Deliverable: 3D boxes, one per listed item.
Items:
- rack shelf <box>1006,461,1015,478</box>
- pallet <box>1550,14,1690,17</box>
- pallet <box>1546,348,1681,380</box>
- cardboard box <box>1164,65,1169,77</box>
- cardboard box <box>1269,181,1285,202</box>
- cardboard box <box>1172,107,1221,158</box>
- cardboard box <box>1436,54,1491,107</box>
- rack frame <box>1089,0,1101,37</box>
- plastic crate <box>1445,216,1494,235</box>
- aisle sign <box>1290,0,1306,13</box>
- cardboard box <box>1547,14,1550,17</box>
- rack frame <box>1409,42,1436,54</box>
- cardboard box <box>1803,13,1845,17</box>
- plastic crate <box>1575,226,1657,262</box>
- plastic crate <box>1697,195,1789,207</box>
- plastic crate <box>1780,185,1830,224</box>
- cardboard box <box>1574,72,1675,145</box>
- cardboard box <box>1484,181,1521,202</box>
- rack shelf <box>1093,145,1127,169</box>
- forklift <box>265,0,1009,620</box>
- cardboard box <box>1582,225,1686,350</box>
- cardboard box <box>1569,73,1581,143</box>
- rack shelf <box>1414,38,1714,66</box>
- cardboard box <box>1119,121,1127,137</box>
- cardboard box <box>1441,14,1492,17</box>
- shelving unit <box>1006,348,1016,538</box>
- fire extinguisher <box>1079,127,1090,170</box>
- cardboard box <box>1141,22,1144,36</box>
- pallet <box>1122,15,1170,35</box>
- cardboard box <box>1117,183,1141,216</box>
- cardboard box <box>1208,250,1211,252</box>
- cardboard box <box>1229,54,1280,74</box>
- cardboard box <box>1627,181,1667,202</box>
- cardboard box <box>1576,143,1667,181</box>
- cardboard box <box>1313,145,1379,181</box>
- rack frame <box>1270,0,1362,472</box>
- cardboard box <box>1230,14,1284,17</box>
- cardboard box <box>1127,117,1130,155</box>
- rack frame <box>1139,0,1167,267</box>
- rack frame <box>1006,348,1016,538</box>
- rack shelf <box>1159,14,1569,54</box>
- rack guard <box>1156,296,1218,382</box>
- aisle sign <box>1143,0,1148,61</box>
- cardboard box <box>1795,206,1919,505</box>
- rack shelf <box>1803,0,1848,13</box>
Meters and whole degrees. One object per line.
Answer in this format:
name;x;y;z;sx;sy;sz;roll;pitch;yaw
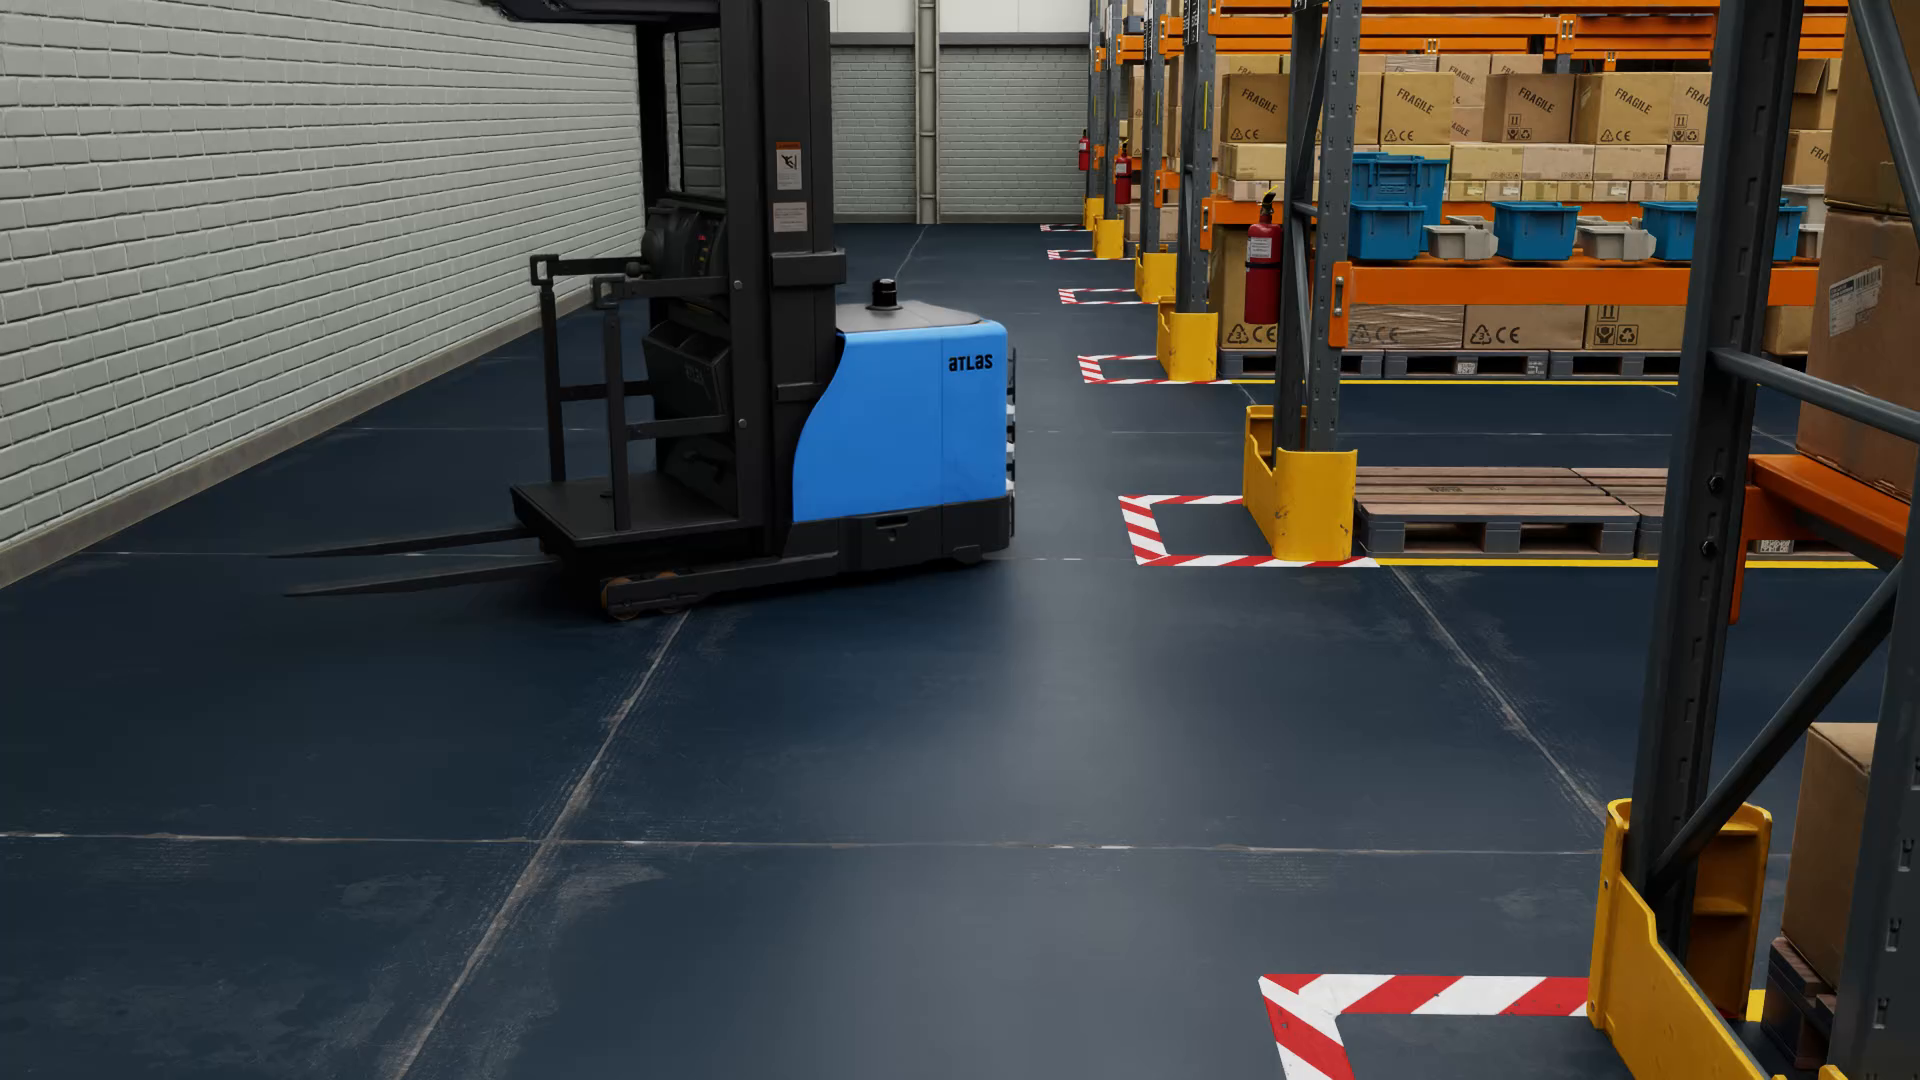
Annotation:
rack shelf;0.111;-0.343;7.859;0.200;0.077;0.258;-8;17;-27
pallet;6.601;-5.335;16.670;1.003;0.211;1.213;0;15;1
pallet;5.000;-1.419;12.805;1.213;0.211;1.003;0;15;1
cardboard box;2.624;-6.085;21.595;0.250;0.149;0.380;1;15;3
cardboard box;2.363;-2.559;12.153;0.250;0.149;0.380;0;15;1
cardboard box;2.429;-4.152;16.916;0.500;0.500;0.500;1;15;4
cardboard box;4.992;-4.618;16.726;0.500;0.500;0.500;0;15;0
rack frame;2.136;-9.462;26.065;0.127;3.000;1.000;0;15;1
plastic crate;2.453;-1.448;7.847;0.243;0.136;0.396;0;15;1
aisle sign;1.569;-2.838;7.619;0.004;0.787;0.394;0;15;1
cardboard box;9.255;-8.168;25.969;0.250;0.149;0.380;0;15;0
rack frame;6.012;-5.270;21.934;0.127;3.000;1.000;0;15;1
cardboard box;8.408;-5.422;16.437;0.500;0.500;0.500;0;15;1
plastic crate;2.868;-1.294;7.263;0.298;0.136;0.250;0;15;1
plastic crate;3.693;-1.505;7.877;0.300;0.233;0.416;0;15;1
plastic crate;4.110;-1.508;7.790;0.530;0.282;0.437;0;15;1
cardboard box;4.791;-3.115;12.009;0.500;0.500;0.500;1;15;2
cardboard box;3.906;-2.550;12.116;0.250;0.149;0.380;1;15;2
rack shelf;4.135;-6.201;26.873;4.000;0.370;1.077;0;15;1
forklift;-1.328;-1.251;6.836;3.031;2.935;1.130;-8;17;-27
cardboard box;5.101;-1.943;12.666;0.875;0.875;0.875;0;15;1
cardboard box;4.794;-3.250;12.519;0.500;0.500;0.500;0;15;1
rack shelf;8.011;-6.359;21.593;4.000;0.370;1.077;0;15;1
cardboard box;2.583;-6.561;26.540;0.500;0.250;0.500;0;15;2
cardboard box;4.990;-5.325;16.558;0.500;0.250;0.500;0;15;1
shelving unit;0.111;-0.462;7.828;0.210;0.900;0.258;-8;17;-27
fire extinguisher;1.977;-6.227;26.445;0.183;0.674;0.296;0;15;1
cardboard box;3.081;-8.013;26.161;0.500;0.250;0.500;1;15;2
pallet;2.755;-6.701;21.653;1.213;0.211;1.003;0;15;1
cardboard box;2.745;-5.529;26.989;0.637;0.503;0.797;0;15;-1
cardboard box;2.503;-3.055;17.138;0.250;0.149;0.380;0;15;-1
cardboard box;2.934;-4.636;16.793;0.500;0.500;0.500;1;15;3
cardboard box;4.931;-2.543;12.090;0.250;0.149;0.380;0;15;0
cardboard box;4.793;-2.752;12.103;0.500;0.250;0.500;1;15;3
cardboard box;2.752;-2.766;12.155;0.500;0.250;0.500;0;15;1
rack frame;1.633;-1.505;7.666;0.127;3.000;1.000;0;15;1
cardboard box;2.956;-5.338;16.606;0.500;0.250;0.500;1;15;3
cardboard box;2.502;-5.408;22.264;0.500;0.500;0.500;0;15;2
rack frame;1.987;-4.033;17.245;0.127;3.000;1.000;0;15;1
rack frame;0.201;-0.474;7.873;0.006;0.900;0.240;-8;17;-27
rack shelf;3.987;-5.122;16.905;4.000;0.370;1.077;0;15;1
rack guard;1.736;-1.560;12.773;0.348;0.500;1.175;0;15;1
aisle sign;1.922;-5.367;17.205;0.004;0.787;0.394;0;15;1
cardboard box;1.958;-0.357;3.117;0.500;0.500;0.500;1;15;3
rack shelf;7.758;-3.832;12.014;4.000;0.370;1.077;0;15;1
